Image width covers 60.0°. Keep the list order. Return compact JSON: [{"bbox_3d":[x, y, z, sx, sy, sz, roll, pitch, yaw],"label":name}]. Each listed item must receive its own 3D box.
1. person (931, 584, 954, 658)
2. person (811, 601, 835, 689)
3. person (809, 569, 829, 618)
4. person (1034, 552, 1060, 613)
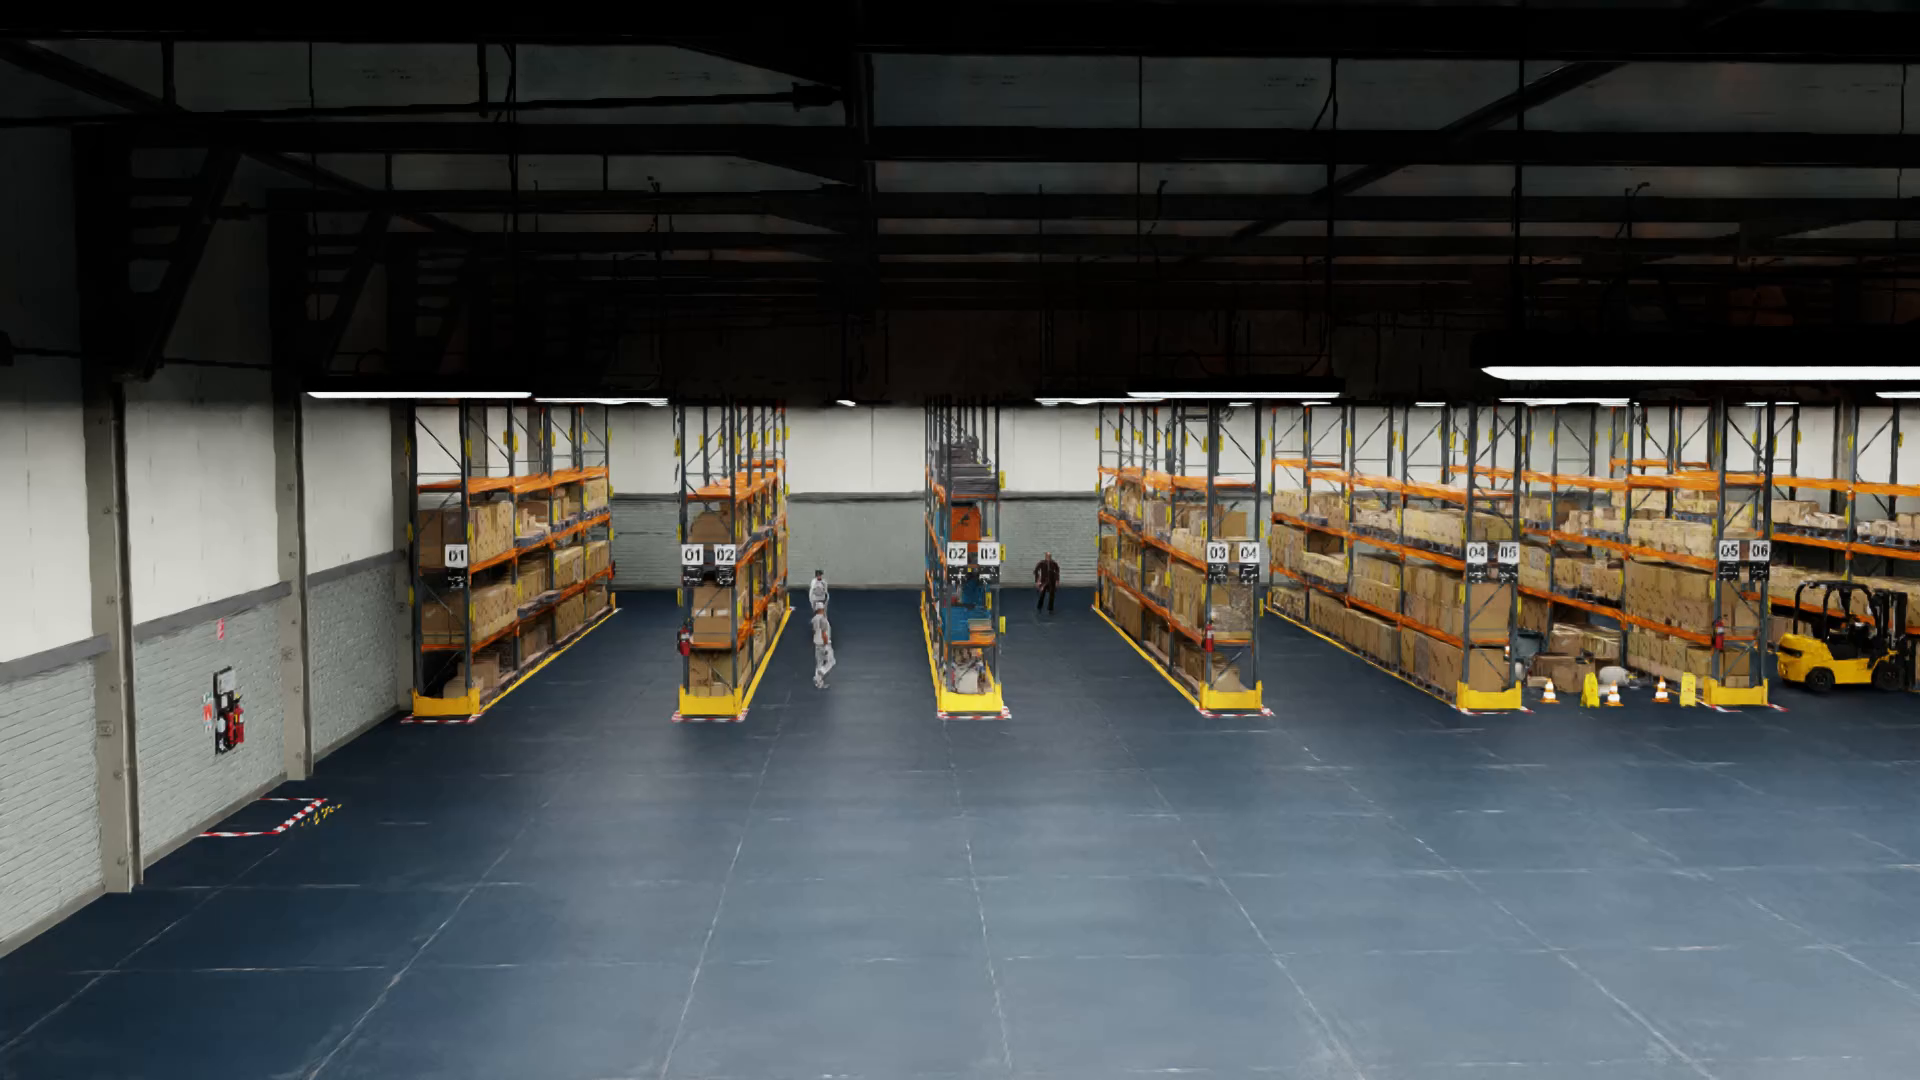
[{"bbox_3d":[-0.382,1.793,36.417,0.530,1.667,0.566,1,5,8],"label":"person"},{"bbox_3d":[-2.838,2.147,33.954,0.443,1.786,0.598,-3,5,-30],"label":"person"},{"bbox_3d":[-3.626,1.528,42.742,0.499,1.587,1.073,0,5,-4],"label":"person"},{"bbox_3d":[2.432,1.190,46.506,0.729,1.733,0.546,0,5,-4],"label":"person"}]
